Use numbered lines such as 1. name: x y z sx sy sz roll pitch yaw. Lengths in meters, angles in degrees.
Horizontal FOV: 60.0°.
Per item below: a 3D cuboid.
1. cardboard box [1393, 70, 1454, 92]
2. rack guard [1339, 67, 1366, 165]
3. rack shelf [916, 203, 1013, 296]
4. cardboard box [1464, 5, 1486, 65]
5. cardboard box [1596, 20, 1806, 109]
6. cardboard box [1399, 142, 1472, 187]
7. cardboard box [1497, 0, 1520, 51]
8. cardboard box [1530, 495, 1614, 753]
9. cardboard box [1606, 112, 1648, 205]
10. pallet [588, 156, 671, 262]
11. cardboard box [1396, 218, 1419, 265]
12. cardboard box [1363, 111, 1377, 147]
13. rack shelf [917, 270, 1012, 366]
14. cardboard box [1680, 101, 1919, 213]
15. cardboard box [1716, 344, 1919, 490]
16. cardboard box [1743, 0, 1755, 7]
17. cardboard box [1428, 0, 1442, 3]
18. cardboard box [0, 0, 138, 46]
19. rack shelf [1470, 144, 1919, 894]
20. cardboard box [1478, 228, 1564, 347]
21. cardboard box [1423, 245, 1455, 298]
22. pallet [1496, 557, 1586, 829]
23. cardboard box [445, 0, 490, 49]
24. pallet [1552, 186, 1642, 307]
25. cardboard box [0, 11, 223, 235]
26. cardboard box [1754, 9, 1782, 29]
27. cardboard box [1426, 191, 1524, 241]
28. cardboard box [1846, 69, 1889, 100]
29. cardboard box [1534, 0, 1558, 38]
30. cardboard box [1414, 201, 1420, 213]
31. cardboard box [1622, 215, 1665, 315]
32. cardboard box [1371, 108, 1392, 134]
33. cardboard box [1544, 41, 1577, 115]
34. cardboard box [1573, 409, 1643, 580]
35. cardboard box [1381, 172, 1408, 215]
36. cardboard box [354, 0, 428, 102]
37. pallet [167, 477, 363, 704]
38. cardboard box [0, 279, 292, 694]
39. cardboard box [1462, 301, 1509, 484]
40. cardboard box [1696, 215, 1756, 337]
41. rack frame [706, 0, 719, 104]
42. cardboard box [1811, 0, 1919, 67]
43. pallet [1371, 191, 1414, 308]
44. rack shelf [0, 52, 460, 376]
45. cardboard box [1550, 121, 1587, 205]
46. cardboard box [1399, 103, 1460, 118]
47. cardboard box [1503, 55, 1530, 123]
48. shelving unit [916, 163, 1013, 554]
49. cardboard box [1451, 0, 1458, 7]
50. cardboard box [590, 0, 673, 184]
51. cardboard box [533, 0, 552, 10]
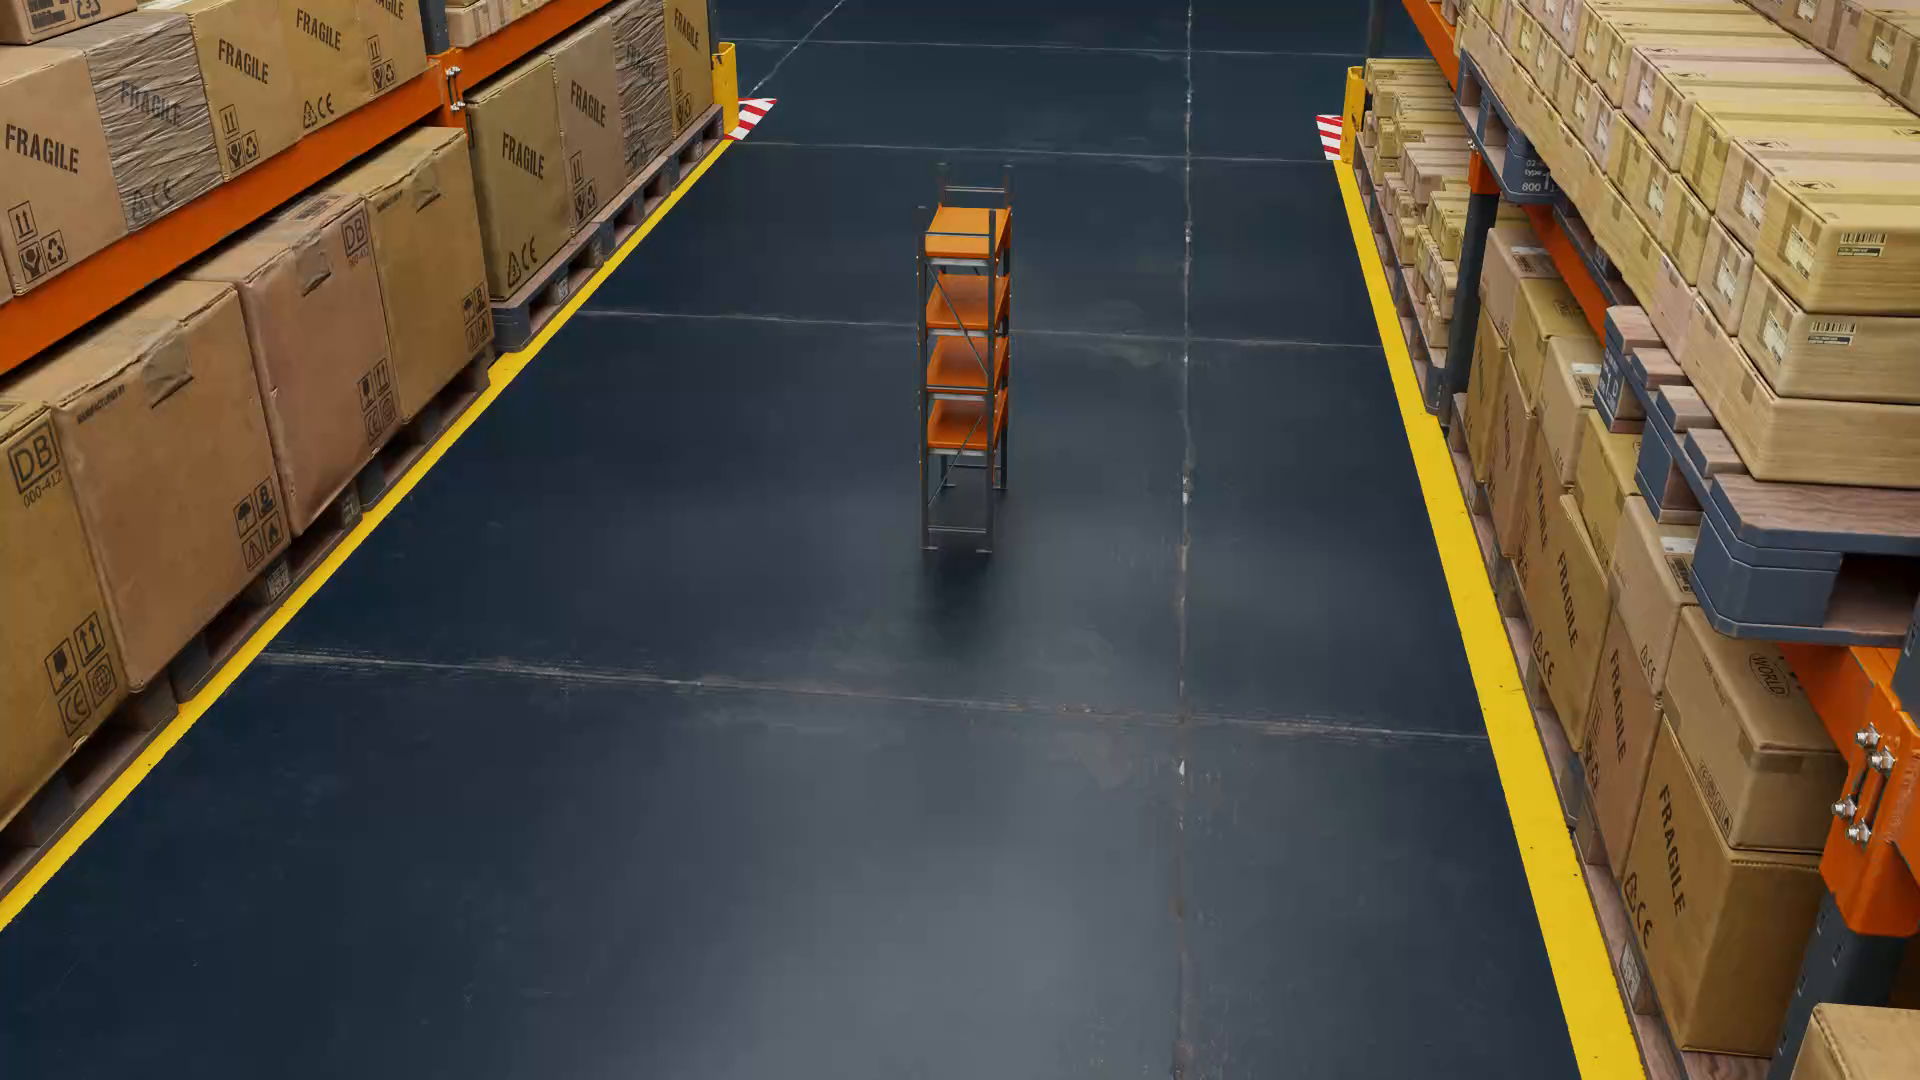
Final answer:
1. cardboard box: 2.575 -2.468 9.105 0.380 0.149 0.250 4 29 7
2. rack guard: 2.881 -2.504 9.871 1.175 0.500 0.348 3 28 6
3. rack shelf: 0.020 -0.952 5.424 0.258 0.148 0.480 3 28 6
4. cardboard box: 1.896 -1.673 5.515 0.380 0.149 0.250 2 28 4
5. cardboard box: 1.676 -1.077 3.781 0.380 0.149 0.250 5 29 9
6. cardboard box: 2.272 -1.750 7.771 0.380 0.149 0.250 2 28 4
7. cardboard box: 1.835 -1.560 4.992 0.380 0.149 0.250 4 29 7
8. cardboard box: 1.847 0.222 4.368 0.500 0.500 0.500 2 28 4
9. cardboard box: 1.643 -0.823 3.624 0.380 0.149 0.250 3 28 6
10. pallet: -2.192 -1.795 8.859 1.003 0.211 1.213 3 28 6
11. cardboard box: 2.237 -1.379 7.710 0.380 0.149 0.250 3 28 6
12. cardboard box: 2.508 -2.342 9.498 0.380 0.149 0.250 4 29 7
13. rack shelf: 0.020 -0.744 5.536 0.258 0.148 0.480 3 28 6
14. cardboard box: 1.580 -0.709 3.099 0.380 0.149 0.250 4 29 8
15. cardboard box: 1.514 -0.208 2.795 0.380 0.149 0.250 4 29 7
16. cardboard box: 2.479 -1.645 4.836 0.380 0.149 0.250 2 28 5
17. cardboard box: 2.323 -2.535 7.558 0.380 0.149 0.250 4 29 7
18. cardboard box: -2.736 -1.662 4.509 0.797 0.503 0.637 4 29 8
19. rack shelf: 2.155 -0.499 4.272 1.077 0.370 4.000 3 28 6
20. cardboard box: 2.048 -0.839 5.548 0.500 0.250 0.500 2 28 4
21. cardboard box: 2.144 -1.113 6.903 0.380 0.149 0.250 2 28 4
22. pallet: 2.159 0.413 4.761 1.003 0.211 1.213 3 28 6
23. cardboard box: -2.144 -2.102 6.755 0.380 0.149 0.250 3 29 6
24. pallet: 2.112 -0.724 4.134 1.003 0.211 1.213 3 28 6
25. cardboard box: -2.487 -1.187 4.685 0.500 0.500 0.500 3 29 6
26. cardboard box: 2.454 -1.394 4.684 0.380 0.149 0.250 2 28 5
27. cardboard box: 2.201 -1.372 7.070 0.380 0.149 0.250 3 28 6
28. cardboard box: 2.354 -1.029 4.006 0.380 0.149 0.250 4 29 8
29. cardboard box: 1.770 -1.445 4.464 0.380 0.149 0.250 3 28 6
30. cardboard box: 2.352 -1.598 7.804 0.380 0.149 0.250 2 28 4
31. cardboard box: 1.612 -0.563 3.454 0.380 0.149 0.250 3 28 6
32. cardboard box: 2.482 -2.344 9.187 0.380 0.149 0.250 3 28 6
33. cardboard box: 1.740 -1.186 4.297 0.380 0.149 0.250 3 28 5
34. cardboard box: 1.863 -0.103 4.180 0.500 0.250 0.500 4 29 7
35. cardboard box: 2.340 -1.745 8.389 0.380 0.149 0.250 2 28 4
36. cardboard box: -2.296 -1.901 6.011 0.500 0.500 0.500 3 29 6
37. pallet: -2.677 0.078 5.383 1.003 0.211 1.213 3 28 6
38. cardboard box: -2.778 -0.203 4.761 1.225 0.875 0.875 3 29 6
39. cardboard box: 2.047 -0.509 5.726 0.500 0.500 0.500 4 29 8
40. cardboard box: 1.550 -0.464 2.958 0.380 0.149 0.250 4 29 8
41. rack frame: -2.020 -3.976 9.968 1.000 3.000 0.127 3 28 6
42. cardboard box: 2.384 -1.280 4.158 0.380 0.149 0.250 2 28 4
43. pallet: 2.594 -1.424 8.170 1.003 0.211 1.213 3 28 6
44. rack shelf: -2.755 -0.835 4.896 1.077 0.370 4.000 3 28 6
45. cardboard box: 1.707 -0.940 4.153 0.380 0.149 0.250 2 28 4
46. cardboard box: 2.425 -2.106 8.432 0.380 0.149 0.250 4 29 8
47. cardboard box: 1.801 -1.307 4.835 0.380 0.149 0.250 4 29 7
48. shelving unit: 0.020 -0.606 5.610 0.258 1.200 0.503 3 28 6
49. cardboard box: 2.244 -2.421 6.662 0.500 0.500 0.500 3 28 5
50. cardboard box: -2.130 -2.491 9.009 0.875 0.875 0.875 3 28 6
51. cardboard box: -2.049 -2.474 7.445 0.380 0.149 0.250 3 28 5
